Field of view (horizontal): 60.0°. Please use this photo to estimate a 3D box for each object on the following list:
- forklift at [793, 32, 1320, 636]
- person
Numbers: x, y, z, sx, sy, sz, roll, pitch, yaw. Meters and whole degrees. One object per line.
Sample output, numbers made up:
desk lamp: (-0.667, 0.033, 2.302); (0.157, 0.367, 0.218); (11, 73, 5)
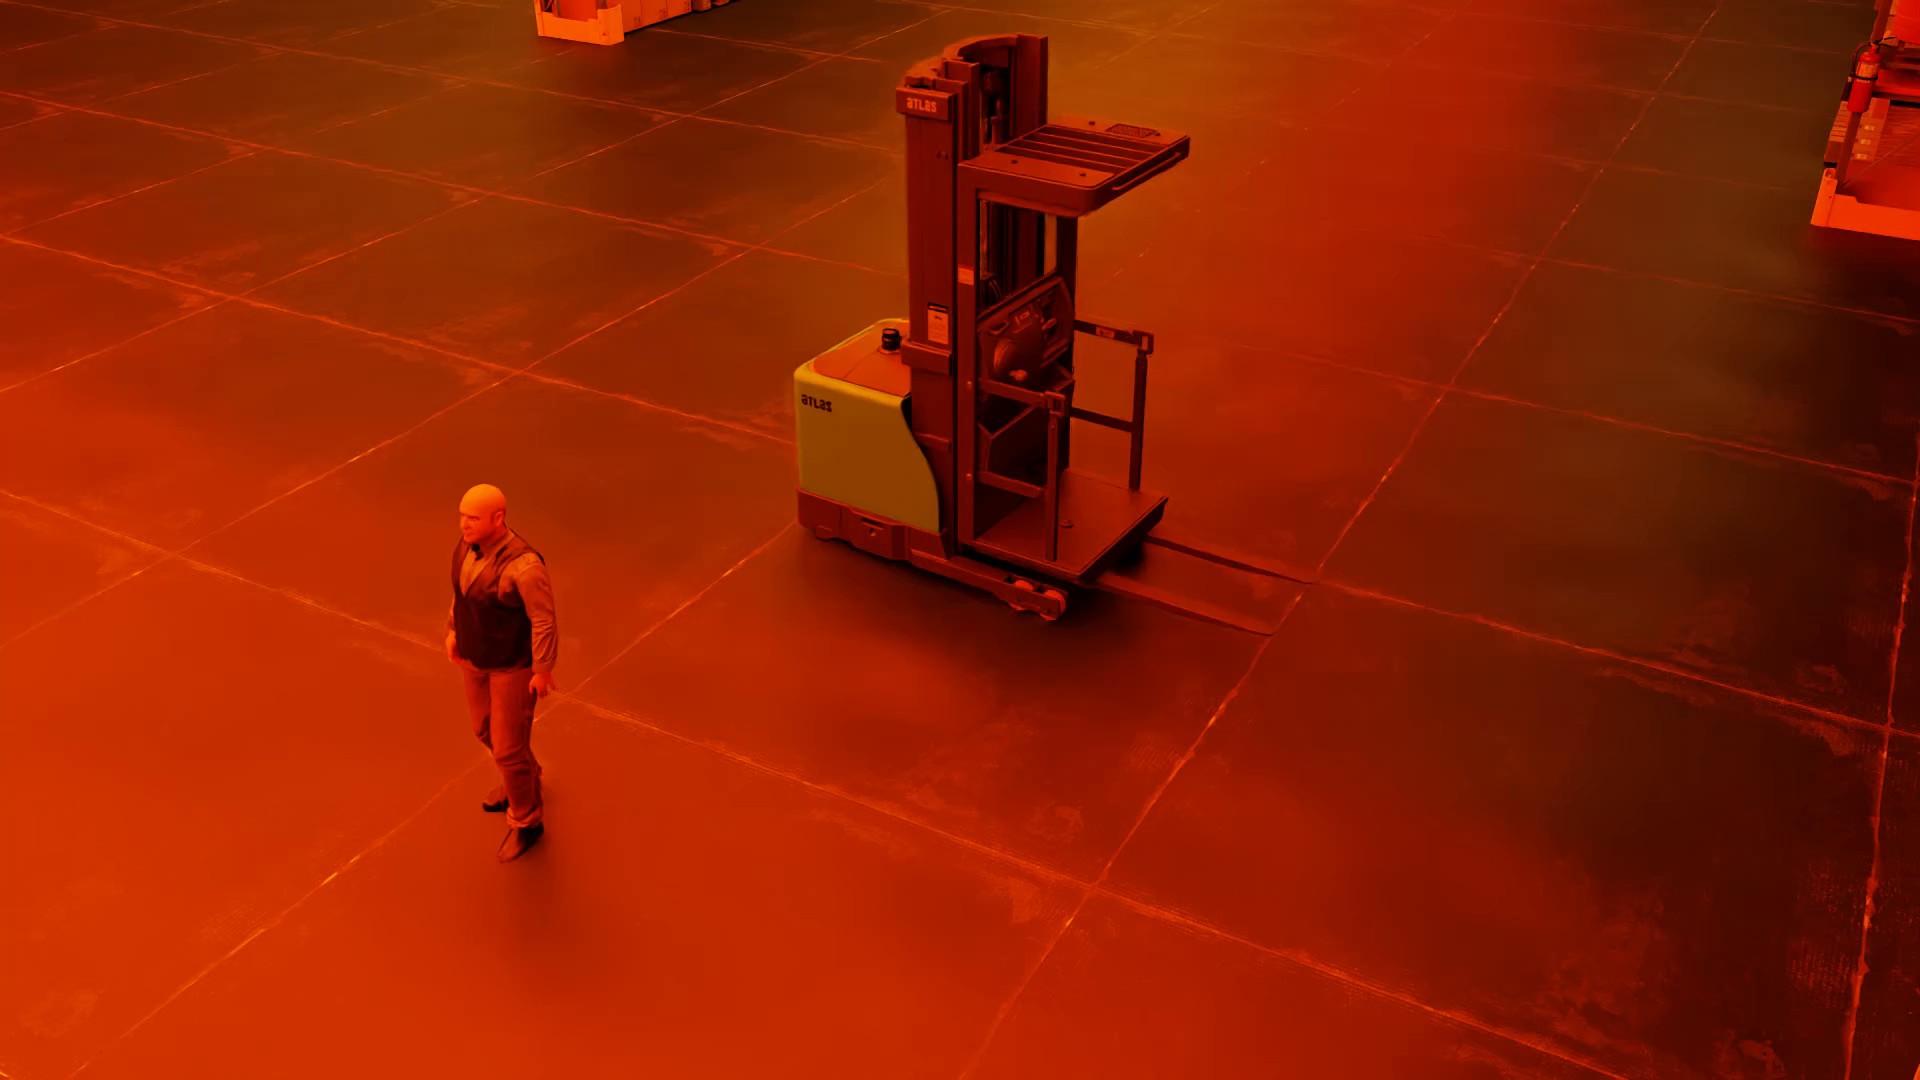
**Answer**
forklift: (0.537, -1.126, 9.022); (3.031, 2.935, 1.130); (18, 34, 28)
person: (-2.077, 0.598, 7.377); (0.614, 1.665, 0.509); (24, 38, 35)
